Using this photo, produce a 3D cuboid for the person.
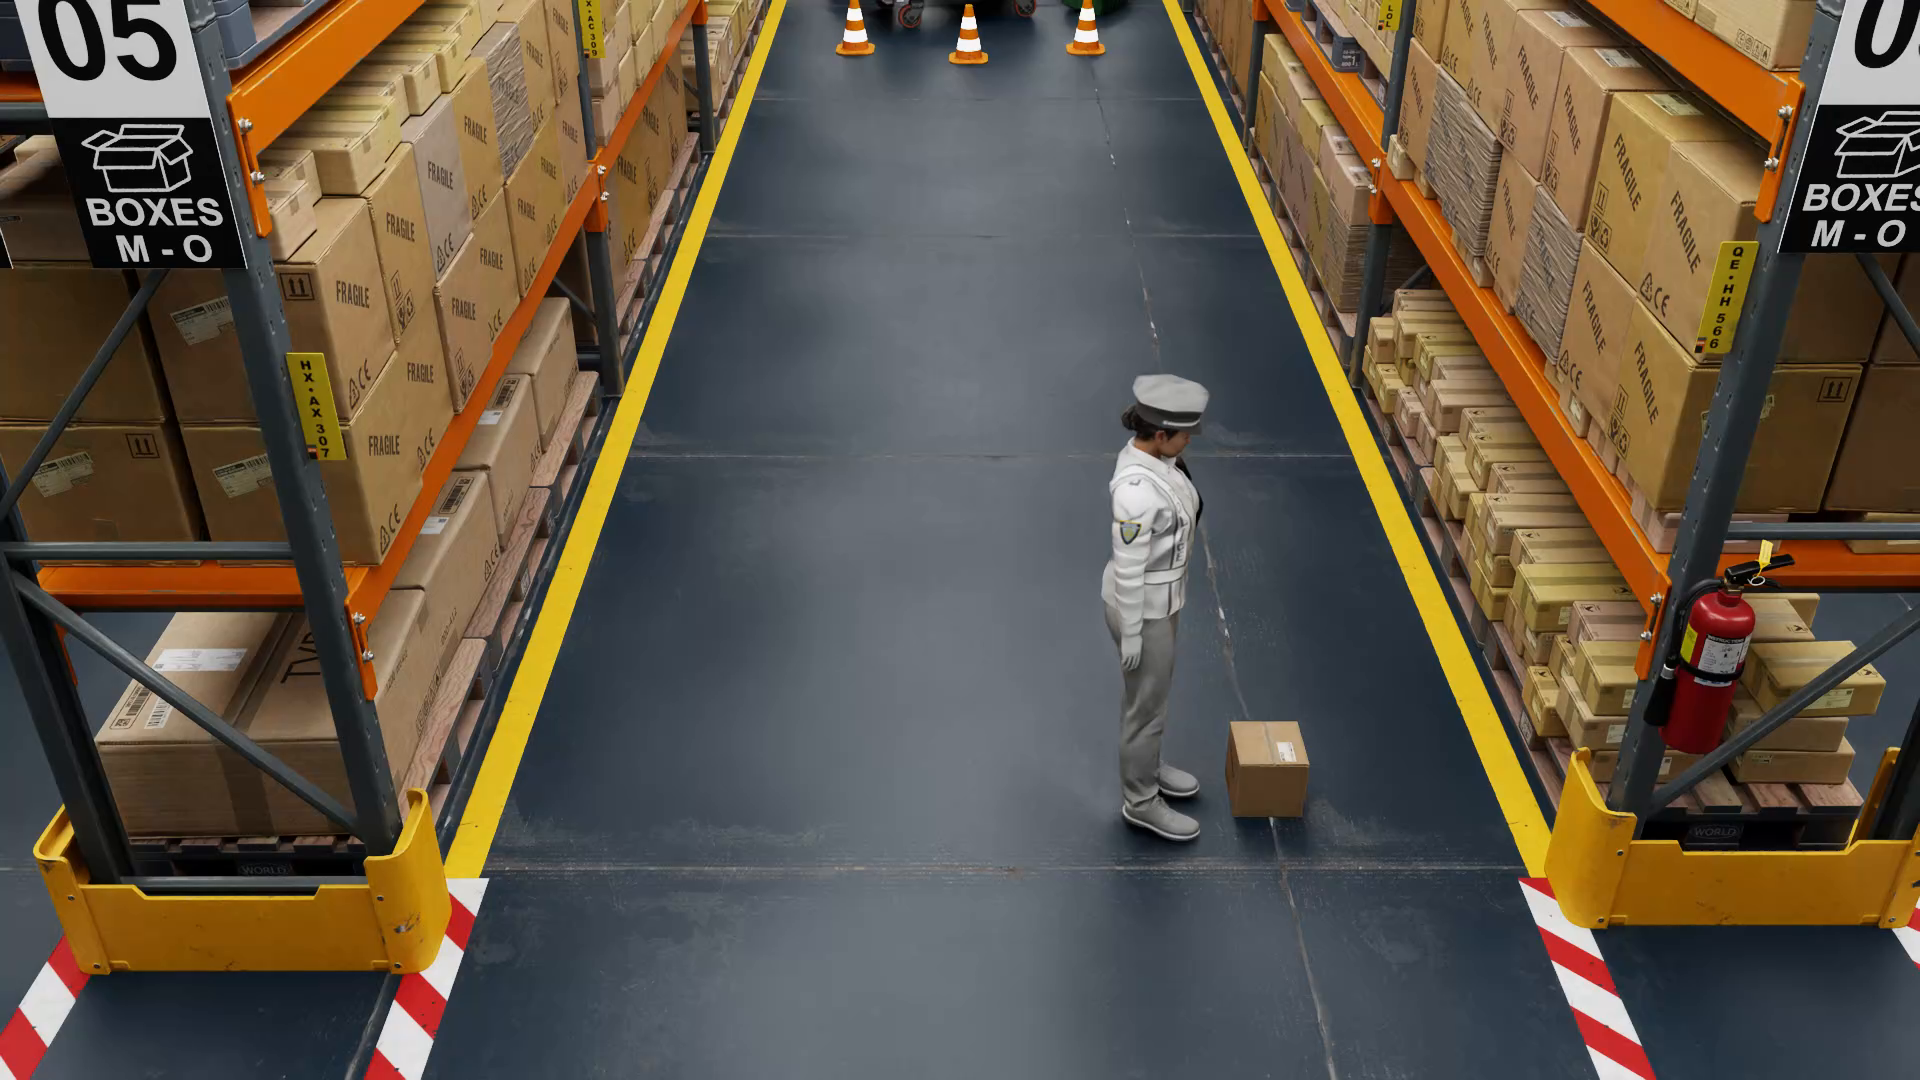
[{"bbox_3d":[0.696,0.227,5.735,0.411,1.680,0.500,6,32,9],"label":"person"}]
